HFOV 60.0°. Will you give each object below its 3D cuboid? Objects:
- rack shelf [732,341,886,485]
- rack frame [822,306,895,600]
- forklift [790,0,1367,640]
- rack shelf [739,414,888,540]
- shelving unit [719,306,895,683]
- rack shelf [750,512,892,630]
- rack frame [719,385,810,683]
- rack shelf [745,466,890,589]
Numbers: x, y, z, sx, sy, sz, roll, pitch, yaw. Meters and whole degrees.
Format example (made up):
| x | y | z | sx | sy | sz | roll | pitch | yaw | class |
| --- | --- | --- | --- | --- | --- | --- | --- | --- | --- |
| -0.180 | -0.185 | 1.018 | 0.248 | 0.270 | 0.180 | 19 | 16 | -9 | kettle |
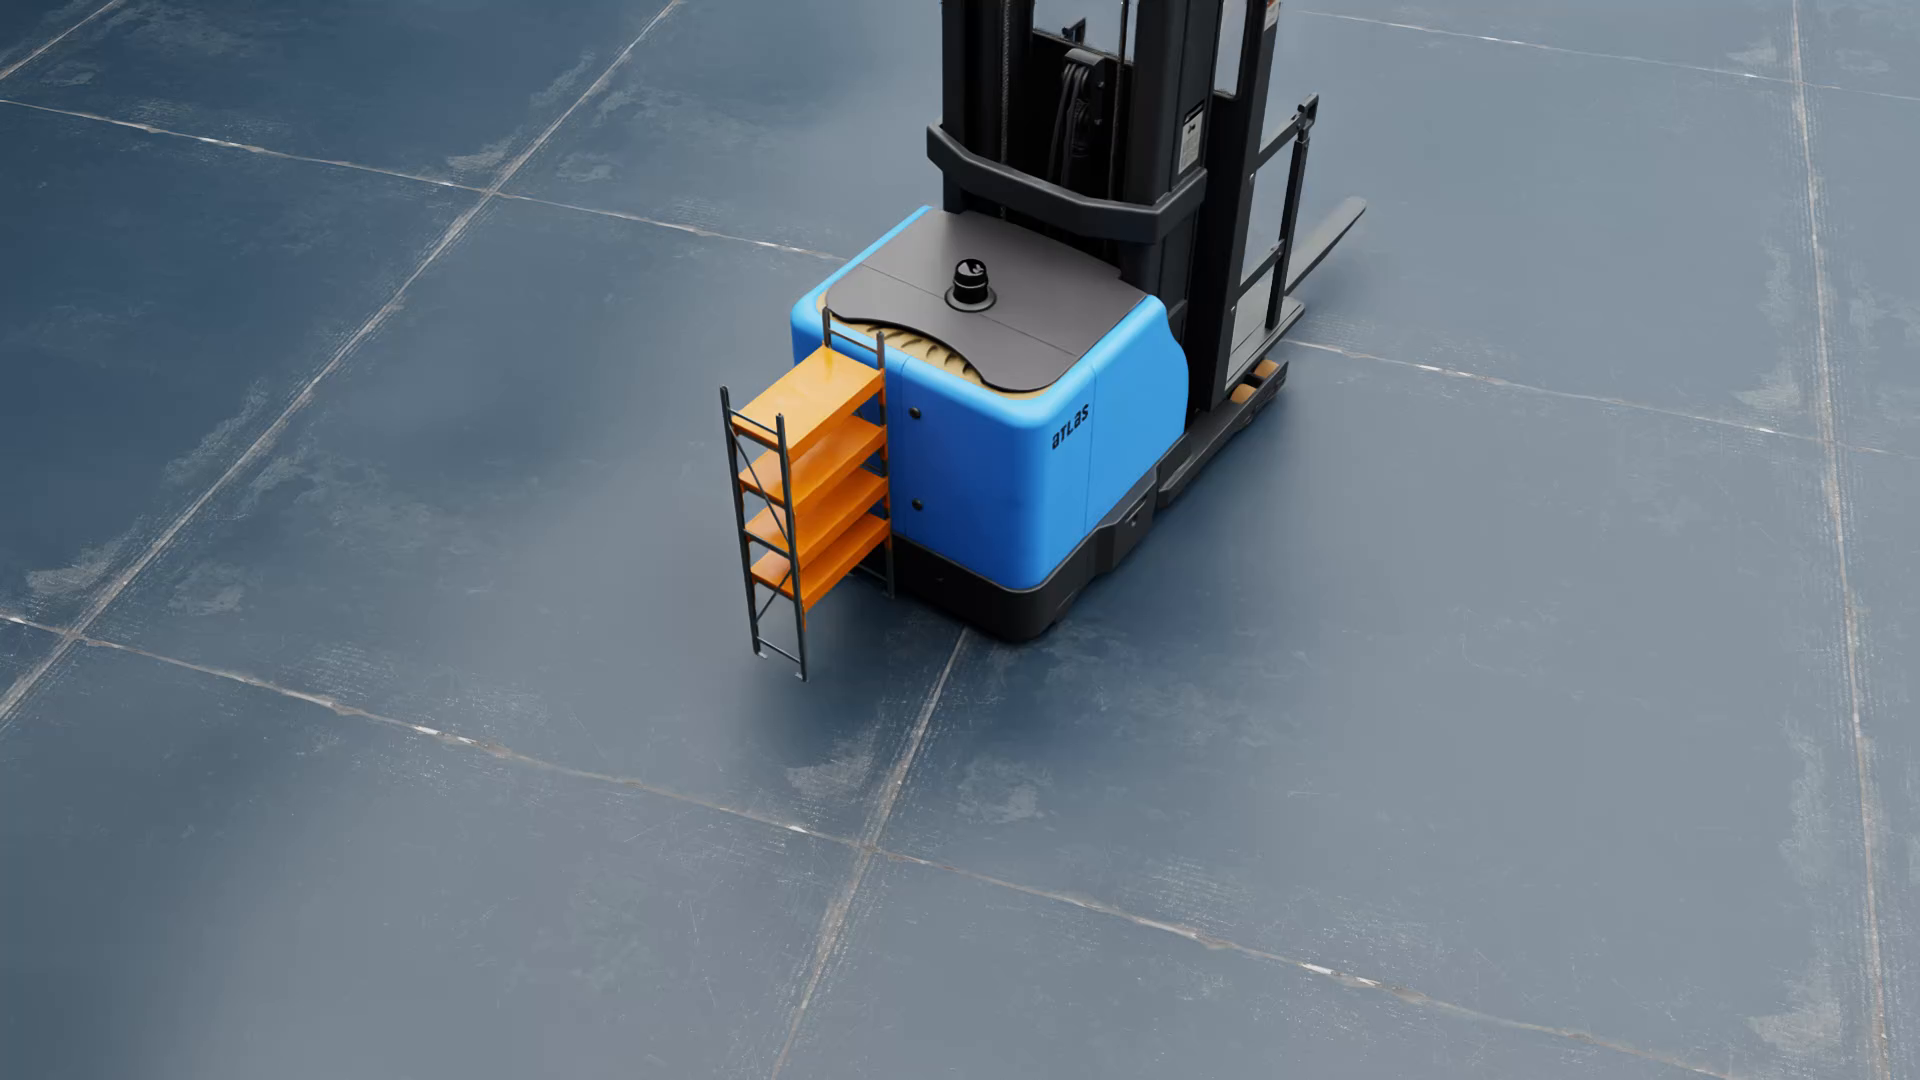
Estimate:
| x | y | z | sx | sy | sz | roll | pitch | yaw | class |
| --- | --- | --- | --- | --- | --- | --- | --- | --- | --- |
| -0.481 | -0.406 | 5.245 | 0.258 | 0.148 | 0.480 | 27 | 50 | 25 | rack shelf |
| -0.339 | -0.264 | 5.662 | 0.240 | 1.200 | 0.015 | 27 | 50 | 25 | rack frame |
| 0.684 | -1.692 | 5.883 | 1.130 | 2.935 | 3.031 | 27 | 50 | 25 | forklift |
| -0.481 | -0.237 | 5.410 | 0.258 | 0.148 | 0.480 | 27 | 50 | 25 | rack shelf |
| -0.481 | -0.125 | 5.520 | 0.258 | 1.200 | 0.503 | 27 | 50 | 25 | shelving unit |
| -0.481 | 0.065 | 5.706 | 0.258 | 0.148 | 0.480 | 27 | 50 | 25 | rack shelf |
| -0.622 | 0.014 | 5.378 | 0.240 | 1.200 | 0.015 | 27 | 50 | 25 | rack frame |
| -0.481 | -0.077 | 5.567 | 0.258 | 0.148 | 0.480 | 27 | 50 | 25 | rack shelf |
